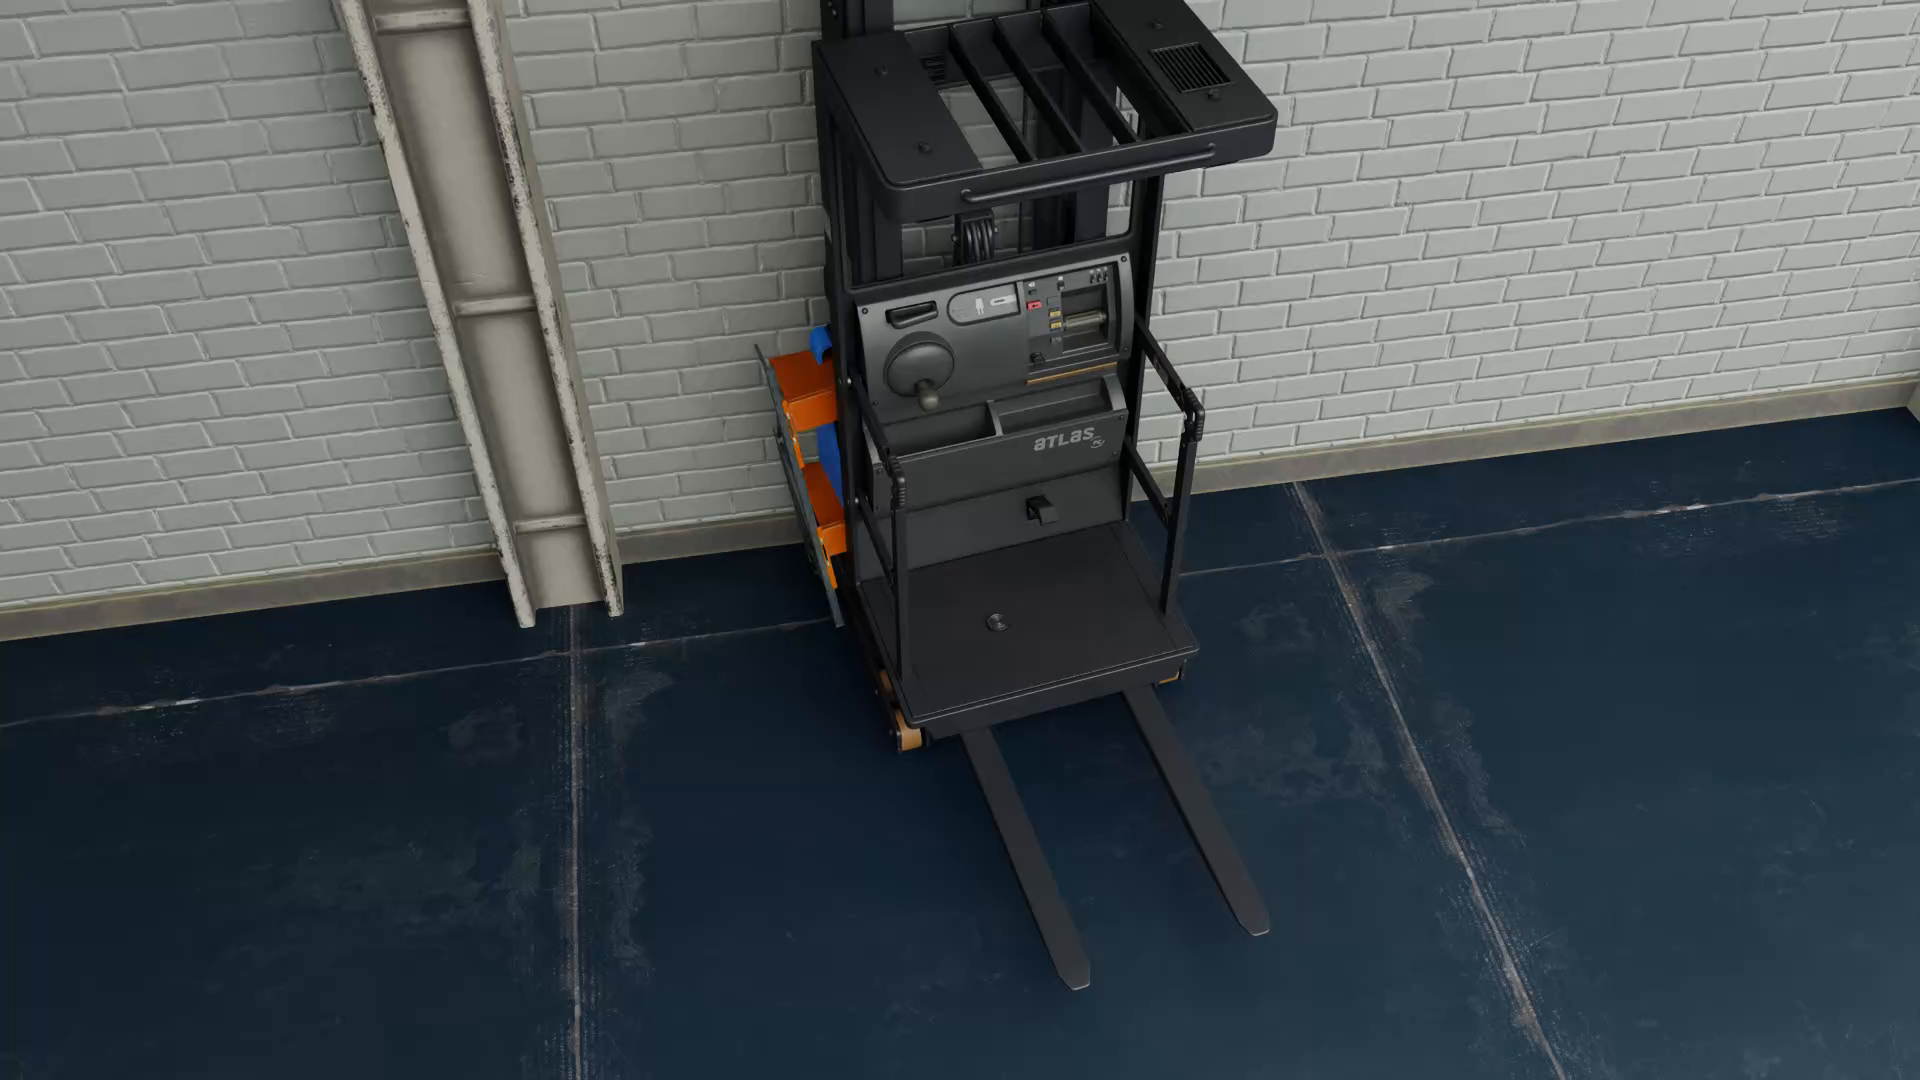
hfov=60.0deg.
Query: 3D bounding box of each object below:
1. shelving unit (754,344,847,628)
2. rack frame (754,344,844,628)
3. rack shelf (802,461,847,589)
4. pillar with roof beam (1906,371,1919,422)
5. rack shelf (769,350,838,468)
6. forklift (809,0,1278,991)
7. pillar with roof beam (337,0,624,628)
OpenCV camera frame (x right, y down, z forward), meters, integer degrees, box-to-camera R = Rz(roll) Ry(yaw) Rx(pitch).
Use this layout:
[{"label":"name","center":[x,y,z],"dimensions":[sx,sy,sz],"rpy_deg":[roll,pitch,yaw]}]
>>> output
[{"label":"shelving unit","center":[-0.142,-0.407,6.266],"dimensions":[1.048,1.125,0.538],"rpy_deg":[-18,34,-8]},{"label":"rack frame","center":[-0.622,-0.254,6.194],"dimensions":[0.032,1.125,0.500],"rpy_deg":[-18,34,-8]},{"label":"rack shelf","center":[-0.100,-0.208,6.403],"dimensions":[1.000,0.278,0.538],"rpy_deg":[-18,34,-8]},{"label":"pillar with roof beam","center":[5.114,-0.598,1.077],"dimensions":[0.400,9.000,9.100],"rpy_deg":[-7,46,-7]},{"label":"rack shelf","center":[-0.194,-0.644,6.103],"dimensions":[1.000,0.278,0.538],"rpy_deg":[-18,34,-8]},{"label":"forklift","center":[0.193,-0.589,5.282],"dimensions":[1.130,2.935,3.031],"rpy_deg":[-13,48,-12]},{"label":"pillar with roof beam","center":[-0.798,0.139,0.367],"dimensions":[0.400,9.000,9.100],"rpy_deg":[-7,46,-7]}]
